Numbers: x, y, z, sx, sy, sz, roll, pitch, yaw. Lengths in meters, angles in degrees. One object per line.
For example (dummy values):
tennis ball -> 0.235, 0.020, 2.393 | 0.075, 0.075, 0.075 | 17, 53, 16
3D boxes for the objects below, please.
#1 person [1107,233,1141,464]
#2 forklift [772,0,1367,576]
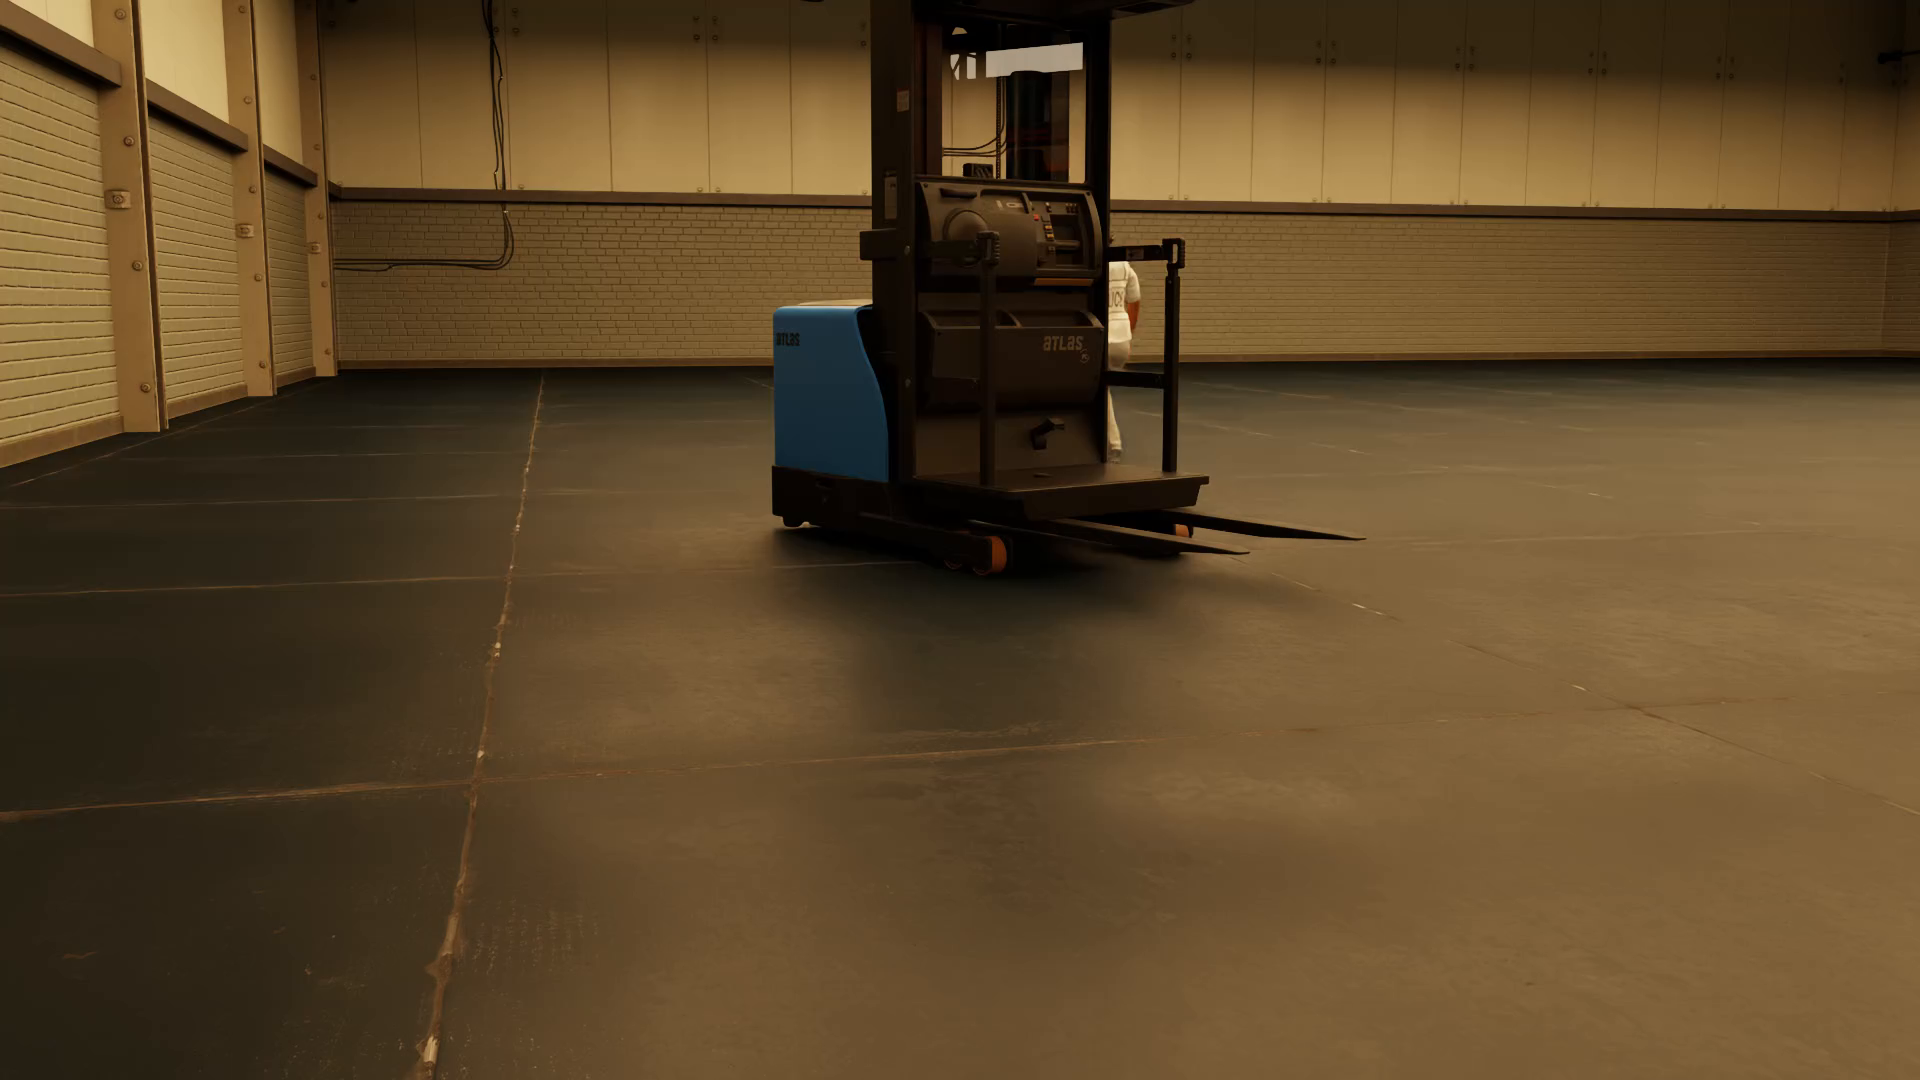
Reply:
person -> 0.840, -1.252, 10.899 | 0.796, 1.674, 0.490 | -4, 9, -28
forklift -> 0.355, -1.383, 7.015 | 1.130, 2.935, 3.031 | -6, 10, -35
